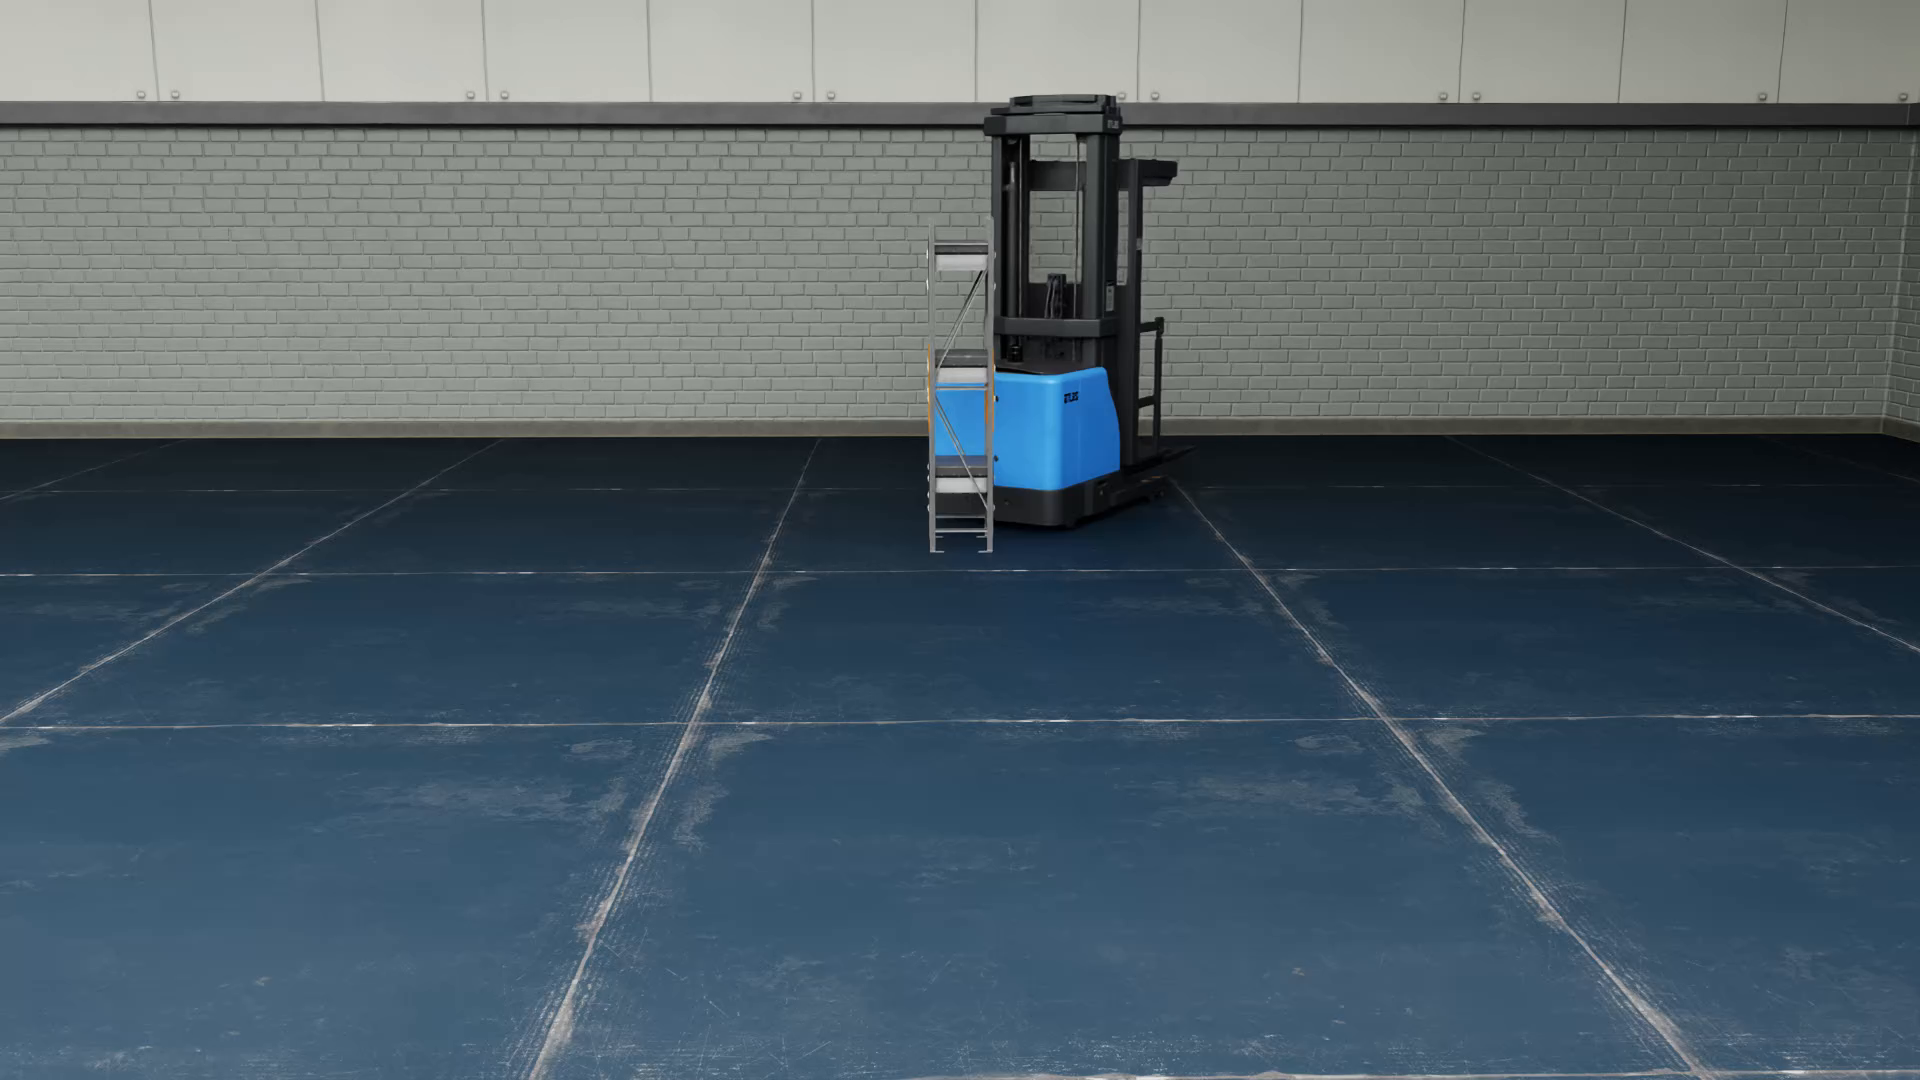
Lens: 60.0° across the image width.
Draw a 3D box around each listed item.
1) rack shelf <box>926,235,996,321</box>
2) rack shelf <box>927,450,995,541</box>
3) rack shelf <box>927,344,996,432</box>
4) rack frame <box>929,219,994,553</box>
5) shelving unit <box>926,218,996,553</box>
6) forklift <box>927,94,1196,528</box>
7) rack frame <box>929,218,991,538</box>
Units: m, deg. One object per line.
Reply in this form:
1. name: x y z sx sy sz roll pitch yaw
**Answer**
1. rack shelf: 0.003 -1.669 10.552 0.431 0.518 0.480 0 11 -1
2. rack shelf: 0.003 -0.297 10.830 0.431 0.518 0.480 0 11 -1
3. rack shelf: 0.003 -0.983 10.691 0.431 0.518 0.480 0 11 -1
4. rack frame: 0.008 -0.948 10.449 0.400 2.100 0.015 0 11 -1
5. shelving unit: 0.003 -0.996 10.688 0.431 2.100 0.503 0 11 -1
6. forklift: 0.927 -1.766 12.390 1.130 2.935 3.031 6 13 29
7. rack frame: -0.002 -1.045 10.927 0.400 2.100 0.015 0 11 -1
